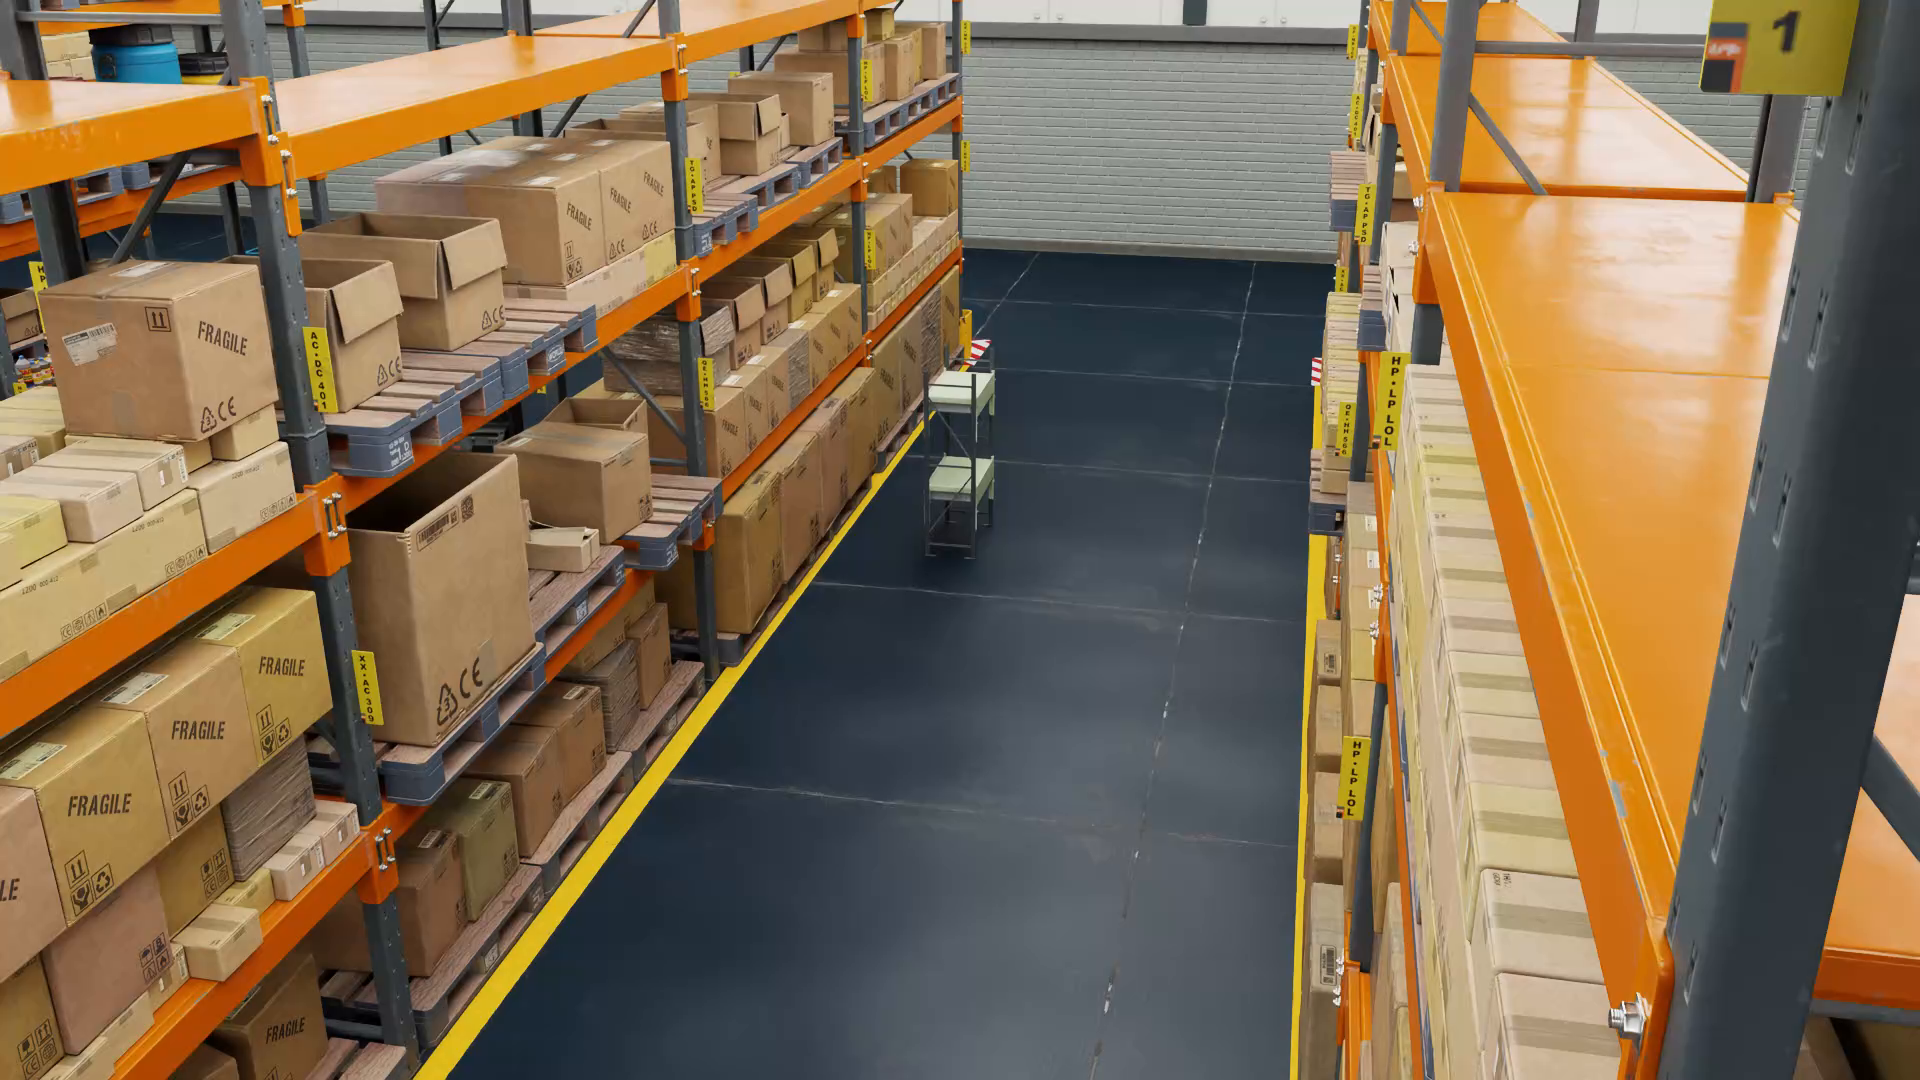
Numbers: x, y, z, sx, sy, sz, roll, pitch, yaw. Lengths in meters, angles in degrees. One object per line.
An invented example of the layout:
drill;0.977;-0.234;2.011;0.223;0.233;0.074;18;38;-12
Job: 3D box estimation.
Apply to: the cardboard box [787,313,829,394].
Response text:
cardboard box;-1.325;-1.449;12.802;0.500;0.500;0.500;4;22;10

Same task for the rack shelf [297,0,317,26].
rack shelf;-5.730;-5.339;16.063;1.077;0.370;4.000;4;22;11

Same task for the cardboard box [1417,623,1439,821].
cardboard box;1.232;0.385;3.474;0.500;0.250;0.500;5;22;11

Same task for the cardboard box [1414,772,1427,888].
cardboard box;1.144;0.616;3.434;0.380;0.149;0.250;5;22;12

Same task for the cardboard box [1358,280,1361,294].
cardboard box;3.367;-1.934;13.609;0.500;0.500;0.500;4;22;11

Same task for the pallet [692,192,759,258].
pallet;-2.027;-2.047;10.659;1.213;0.211;1.003;6;23;13

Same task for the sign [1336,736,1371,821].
sign;1.380;0.836;5.818;0.100;0.325;0.005;4;22;11

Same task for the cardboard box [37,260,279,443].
cardboard box;-2.764;-0.664;5.772;0.500;0.500;0.500;4;22;9

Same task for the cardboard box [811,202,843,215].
cardboard box;-1.351;-2.754;14.976;0.500;0.500;0.500;5;22;11

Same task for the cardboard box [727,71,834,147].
cardboard box;-1.398;-3.386;13.035;0.700;0.500;0.500;5;22;12

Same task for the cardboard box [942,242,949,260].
cardboard box;-0.328;-2.970;17.050;0.380;0.149;0.250;5;22;11

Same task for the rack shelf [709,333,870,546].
rack shelf;-1.698;-0.901;12.540;1.077;0.370;4.000;4;22;11

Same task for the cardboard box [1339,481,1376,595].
cardboard box;2.373;0.009;9.183;0.500;0.500;0.500;5;22;12

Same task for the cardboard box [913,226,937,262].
cardboard box;-0.520;-2.929;16.413;0.500;0.250;0.500;4;22;9

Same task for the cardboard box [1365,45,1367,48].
cardboard box;4.003;-4.560;15.644;0.380;0.149;0.250;5;23;13

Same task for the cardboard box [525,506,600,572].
cardboard box;-2.182;-0.006;8.970;0.396;0.266;0.258;4;22;9

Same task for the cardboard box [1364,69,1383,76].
cardboard box;3.546;-3.807;13.775;0.380;0.149;0.250;4;22;9

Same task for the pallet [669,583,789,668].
pallet;-1.871;0.507;11.812;1.003;0.211;1.213;4;22;11

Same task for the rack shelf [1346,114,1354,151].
rack shelf;3.953;-3.341;14.581;1.077;0.370;4.000;4;22;11

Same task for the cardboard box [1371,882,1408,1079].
cardboard box;1.561;1.333;4.382;0.875;0.550;0.550;4;22;11

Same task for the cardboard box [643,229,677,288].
cardboard box;-1.963;-1.633;9.579;0.500;0.250;0.500;5;22;11

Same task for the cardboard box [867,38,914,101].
cardboard box;-0.829;-4.313;15.202;0.700;0.500;0.500;5;23;13

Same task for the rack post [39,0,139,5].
rack post;-6.427;-4.145;12.269;0.937;0.300;0.954;7;23;17

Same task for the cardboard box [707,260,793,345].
cardboard box;-1.675;-1.765;12.245;0.797;0.503;0.637;5;23;13

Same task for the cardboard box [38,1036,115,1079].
cardboard box;-2.999;1.724;5.393;0.380;0.149;0.250;4;22;11

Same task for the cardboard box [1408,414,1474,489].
cardboard box;1.403;-0.218;4.439;0.380;0.149;0.250;4;22;10

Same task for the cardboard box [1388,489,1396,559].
cardboard box;1.506;-0.035;5.049;0.380;0.149;0.250;4;22;10

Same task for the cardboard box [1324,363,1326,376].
cardboard box;2.752;-1.179;11.641;0.380;0.149;0.250;4;22;10

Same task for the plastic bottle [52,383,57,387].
plastic bottle;-6.500;-0.995;11.982;0.097;0.271;0.097;0;22;0

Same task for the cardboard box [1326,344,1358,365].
cardboard box;2.700;-1.225;11.358;0.380;0.149;0.250;5;23;13

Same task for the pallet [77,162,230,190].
pallet;-6.431;-2.939;12.873;1.003;0.211;1.213;4;22;11

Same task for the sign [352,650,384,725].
sign;-2.389;0.596;6.699;0.100;0.325;0.005;4;22;11

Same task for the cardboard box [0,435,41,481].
cardboard box;-3.354;-0.252;5.615;0.380;0.149;0.250;5;22;11

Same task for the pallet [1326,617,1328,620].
pallet;3.141;0.474;11.893;1.003;0.211;1.213;4;22;11

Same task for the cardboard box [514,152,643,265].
cardboard box;-2.052;-1.791;8.968;0.500;0.500;0.500;4;22;11

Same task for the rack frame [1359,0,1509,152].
rack frame;3.545;-4.334;12.070;1.000;3.000;0.127;4;22;11

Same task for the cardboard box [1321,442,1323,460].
cardboard box;2.484;-0.567;10.521;0.380;0.149;0.250;5;22;12

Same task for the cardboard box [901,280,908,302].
cardboard box;-0.693;-2.315;15.423;0.380;0.149;0.250;4;22;10

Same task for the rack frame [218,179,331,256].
rack frame;-6.138;-2.344;15.159;1.000;3.000;0.127;4;22;11

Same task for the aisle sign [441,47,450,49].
aisle sign;-5.598;-5.062;18.427;0.394;0.787;0.004;4;22;11

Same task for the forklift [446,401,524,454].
forklift;-3.464;-0.533;10.754;1.130;2.935;3.031;2;22;5

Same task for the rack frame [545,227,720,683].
rack frame;-2.106;-0.504;10.589;1.000;3.000;0.127;4;22;11

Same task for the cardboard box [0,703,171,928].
cardboard box;-2.948;0.862;5.327;0.500;0.500;0.500;4;22;11

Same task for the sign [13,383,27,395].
sign;-6.415;-0.918;11.398;0.100;0.325;0.005;4;22;11

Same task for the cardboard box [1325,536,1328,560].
cardboard box;3.029;-0.143;12.478;0.500;0.500;0.500;5;23;13

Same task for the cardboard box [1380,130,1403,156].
cardboard box;2.647;-2.238;9.721;0.396;0.266;0.258;4;22;11

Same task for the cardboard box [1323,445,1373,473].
cardboard box;2.384;-0.520;10.006;0.380;0.149;0.250;5;22;12

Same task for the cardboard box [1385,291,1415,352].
cardboard box;2.055;-0.875;6.919;0.500;0.311;0.500;4;22;9

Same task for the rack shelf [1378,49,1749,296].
rack shelf;2.321;-1.621;6.831;1.077;0.370;4.000;4;22;11

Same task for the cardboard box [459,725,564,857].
cardboard box;-2.546;1.314;8.833;0.700;0.500;0.500;3;22;6

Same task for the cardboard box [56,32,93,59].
cardboard box;-10.026;-5.532;18.592;0.500;0.250;0.500;4;22;11

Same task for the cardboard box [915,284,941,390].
cardboard box;-0.711;-2.066;16.749;0.875;0.875;0.875;4;22;11

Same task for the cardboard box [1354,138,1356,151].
cardboard box;3.494;-3.255;13.606;0.500;0.250;0.500;4;22;11

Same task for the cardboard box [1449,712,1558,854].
cardboard box;1.041;0.431;2.825;0.380;0.149;0.250;5;22;11

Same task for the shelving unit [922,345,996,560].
shelving unit;-0.001;-0.693;13.067;0.431;1.500;0.755;4;22;11

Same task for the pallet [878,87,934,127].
pallet;-0.861;-4.060;15.523;1.003;0.211;1.213;4;22;11
